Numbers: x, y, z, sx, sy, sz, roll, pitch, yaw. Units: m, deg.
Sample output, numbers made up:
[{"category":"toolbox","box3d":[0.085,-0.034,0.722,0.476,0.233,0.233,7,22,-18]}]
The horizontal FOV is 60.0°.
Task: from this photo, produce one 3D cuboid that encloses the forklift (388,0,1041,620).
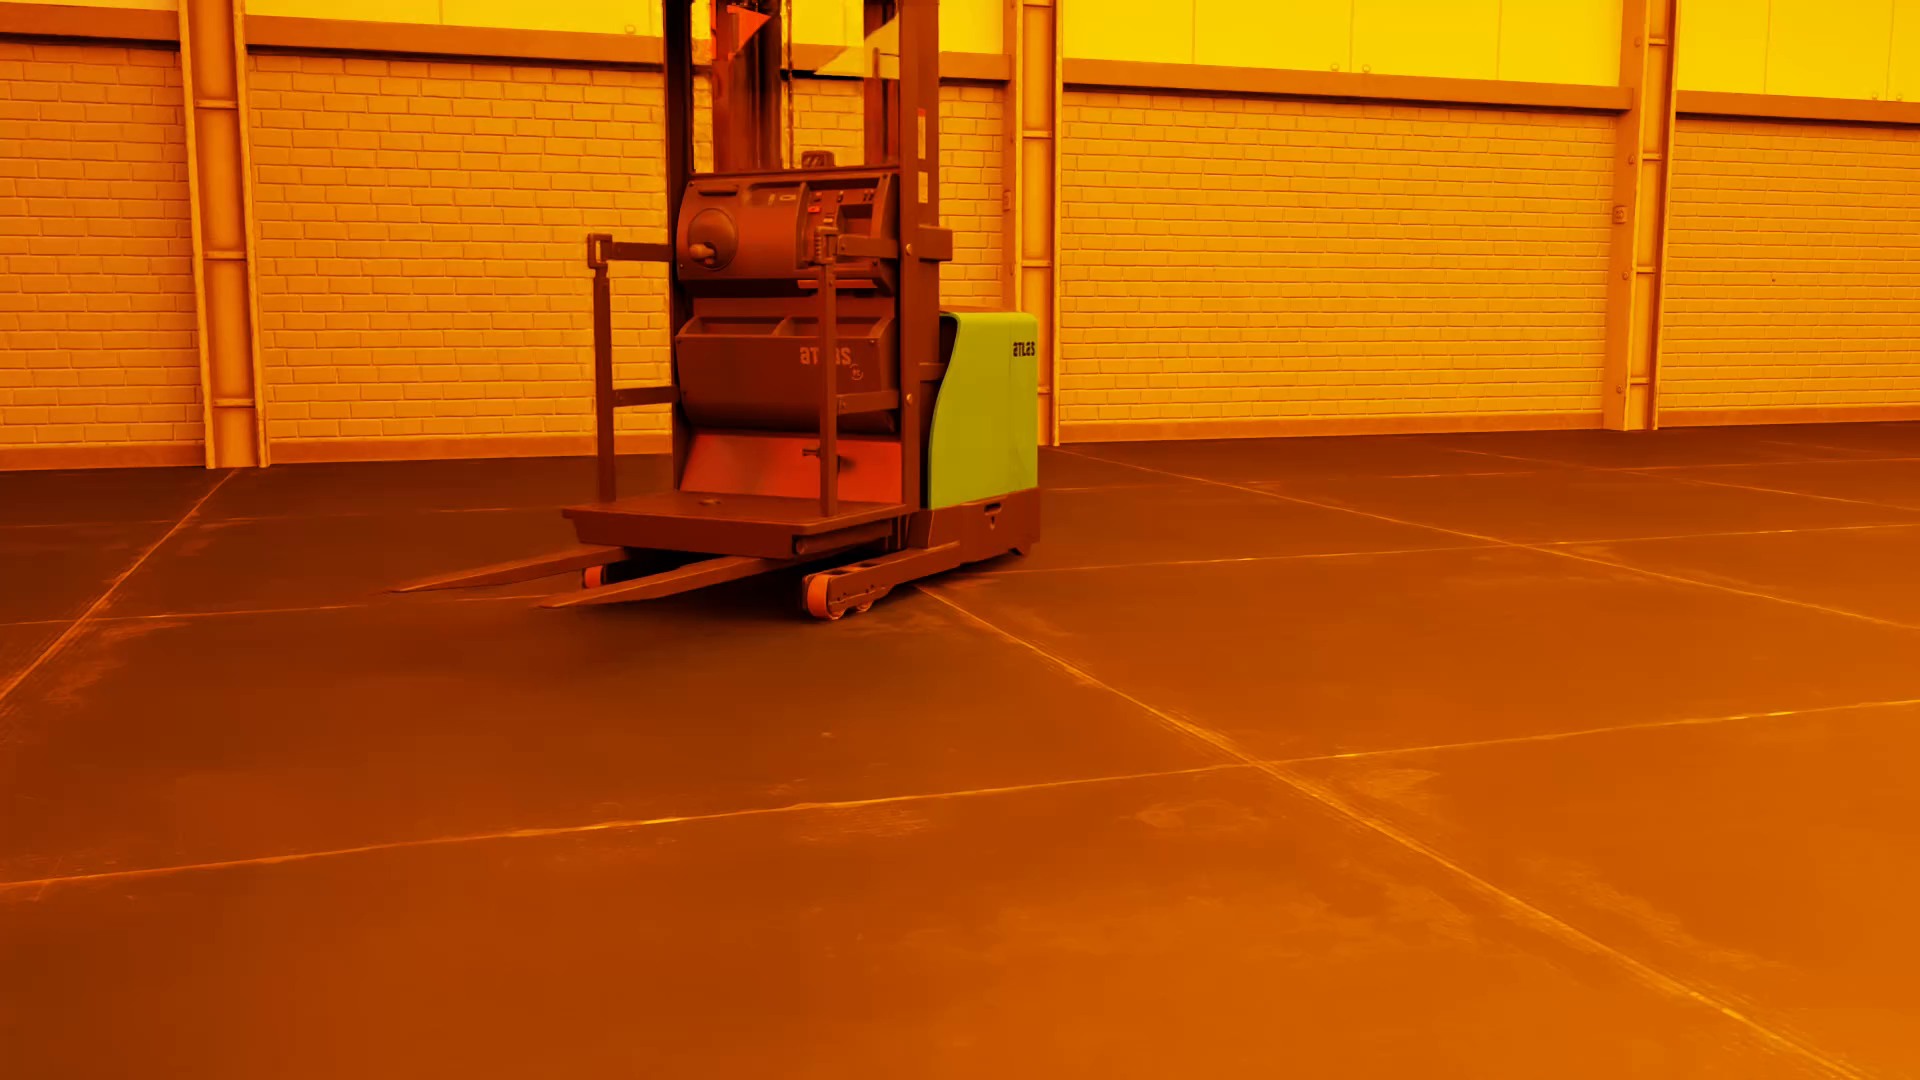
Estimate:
[{"category":"forklift","box3d":[-0.775,-1.238,6.153,1.130,2.935,3.031,4,9,27]}]
